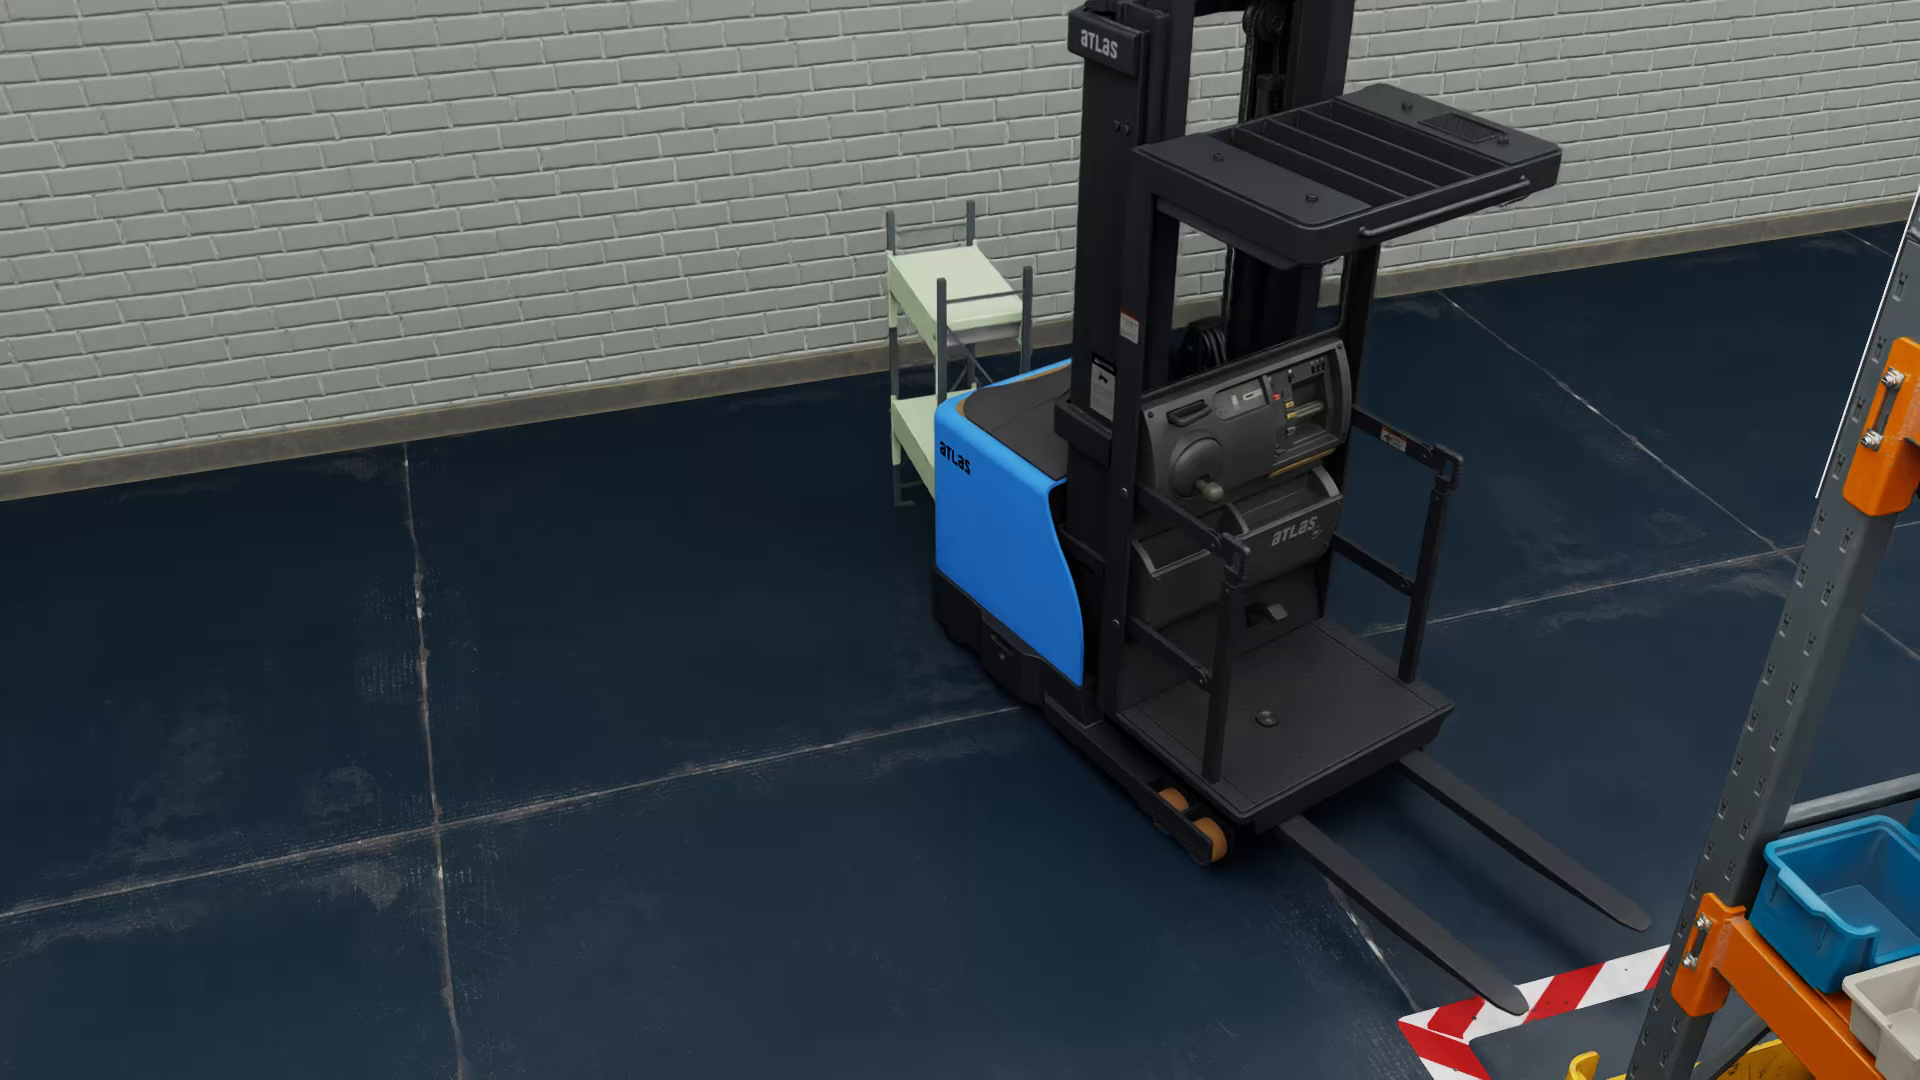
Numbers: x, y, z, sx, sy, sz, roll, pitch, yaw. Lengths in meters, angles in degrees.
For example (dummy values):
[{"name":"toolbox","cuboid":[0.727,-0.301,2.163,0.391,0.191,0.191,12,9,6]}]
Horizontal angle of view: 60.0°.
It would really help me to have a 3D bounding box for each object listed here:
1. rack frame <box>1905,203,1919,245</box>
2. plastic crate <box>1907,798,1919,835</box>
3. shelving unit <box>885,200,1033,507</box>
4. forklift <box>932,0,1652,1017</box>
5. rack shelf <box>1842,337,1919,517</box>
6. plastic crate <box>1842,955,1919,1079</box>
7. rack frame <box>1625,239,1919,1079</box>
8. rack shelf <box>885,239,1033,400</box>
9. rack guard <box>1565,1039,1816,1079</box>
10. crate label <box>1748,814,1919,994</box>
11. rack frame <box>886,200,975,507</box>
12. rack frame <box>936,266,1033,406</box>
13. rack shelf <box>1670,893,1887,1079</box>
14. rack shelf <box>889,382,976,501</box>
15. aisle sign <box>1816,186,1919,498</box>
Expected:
[{"name":"rack frame","cuboid":[2.305,-1.881,2.434,1.000,3.000,0.127,-10,35,-15]},{"name":"plastic crate","cuboid":[2.585,0.726,3.843,0.616,0.435,0.499,-10,35,-15]},{"name":"shelving unit","cuboid":[-0.013,-0.633,7.347,0.431,1.500,0.755,-10,35,-15]},{"name":"forklift","cuboid":[1.132,-0.360,5.636,1.130,2.935,3.031,-21,39,-28]},{"name":"rack shelf","cuboid":[2.915,0.720,1.871,1.077,0.370,4.000,-10,35,-15]},{"name":"plastic crate","cuboid":[2.086,1.074,3.589,0.250,0.136,0.298,-10,35,-15]},{"name":"rack frame","cuboid":[2.305,0.622,4.088,1.000,3.000,0.127,-10,35,-15]},{"name":"rack shelf","cuboid":[-0.013,-0.958,7.132,0.431,0.370,0.720,-10,35,-15]},{"name":"rack guard","cuboid":[2.285,1.654,4.793,1.175,0.500,0.348,-10,35,-15]},{"name":"crate label","cuboid":[2.067,0.852,3.838,0.416,0.233,0.303,-10,35,-15]},{"name":"rack frame","cuboid":[-0.127,-0.824,7.637,0.400,1.500,0.023,-10,35,-15]},{"name":"rack frame","cuboid":[0.100,-0.441,7.056,0.400,1.500,0.023,-10,35,-15]},{"name":"rack shelf","cuboid":[2.915,1.972,2.698,1.077,0.370,4.000,-10,35,-15]},{"name":"rack shelf","cuboid":[-0.013,-0.361,7.527,0.431,0.370,0.720,-10,35,-15]},{"name":"aisle sign","cuboid":[2.000,-0.451,3.353,0.394,0.787,0.004,-10,35,-15]}]
